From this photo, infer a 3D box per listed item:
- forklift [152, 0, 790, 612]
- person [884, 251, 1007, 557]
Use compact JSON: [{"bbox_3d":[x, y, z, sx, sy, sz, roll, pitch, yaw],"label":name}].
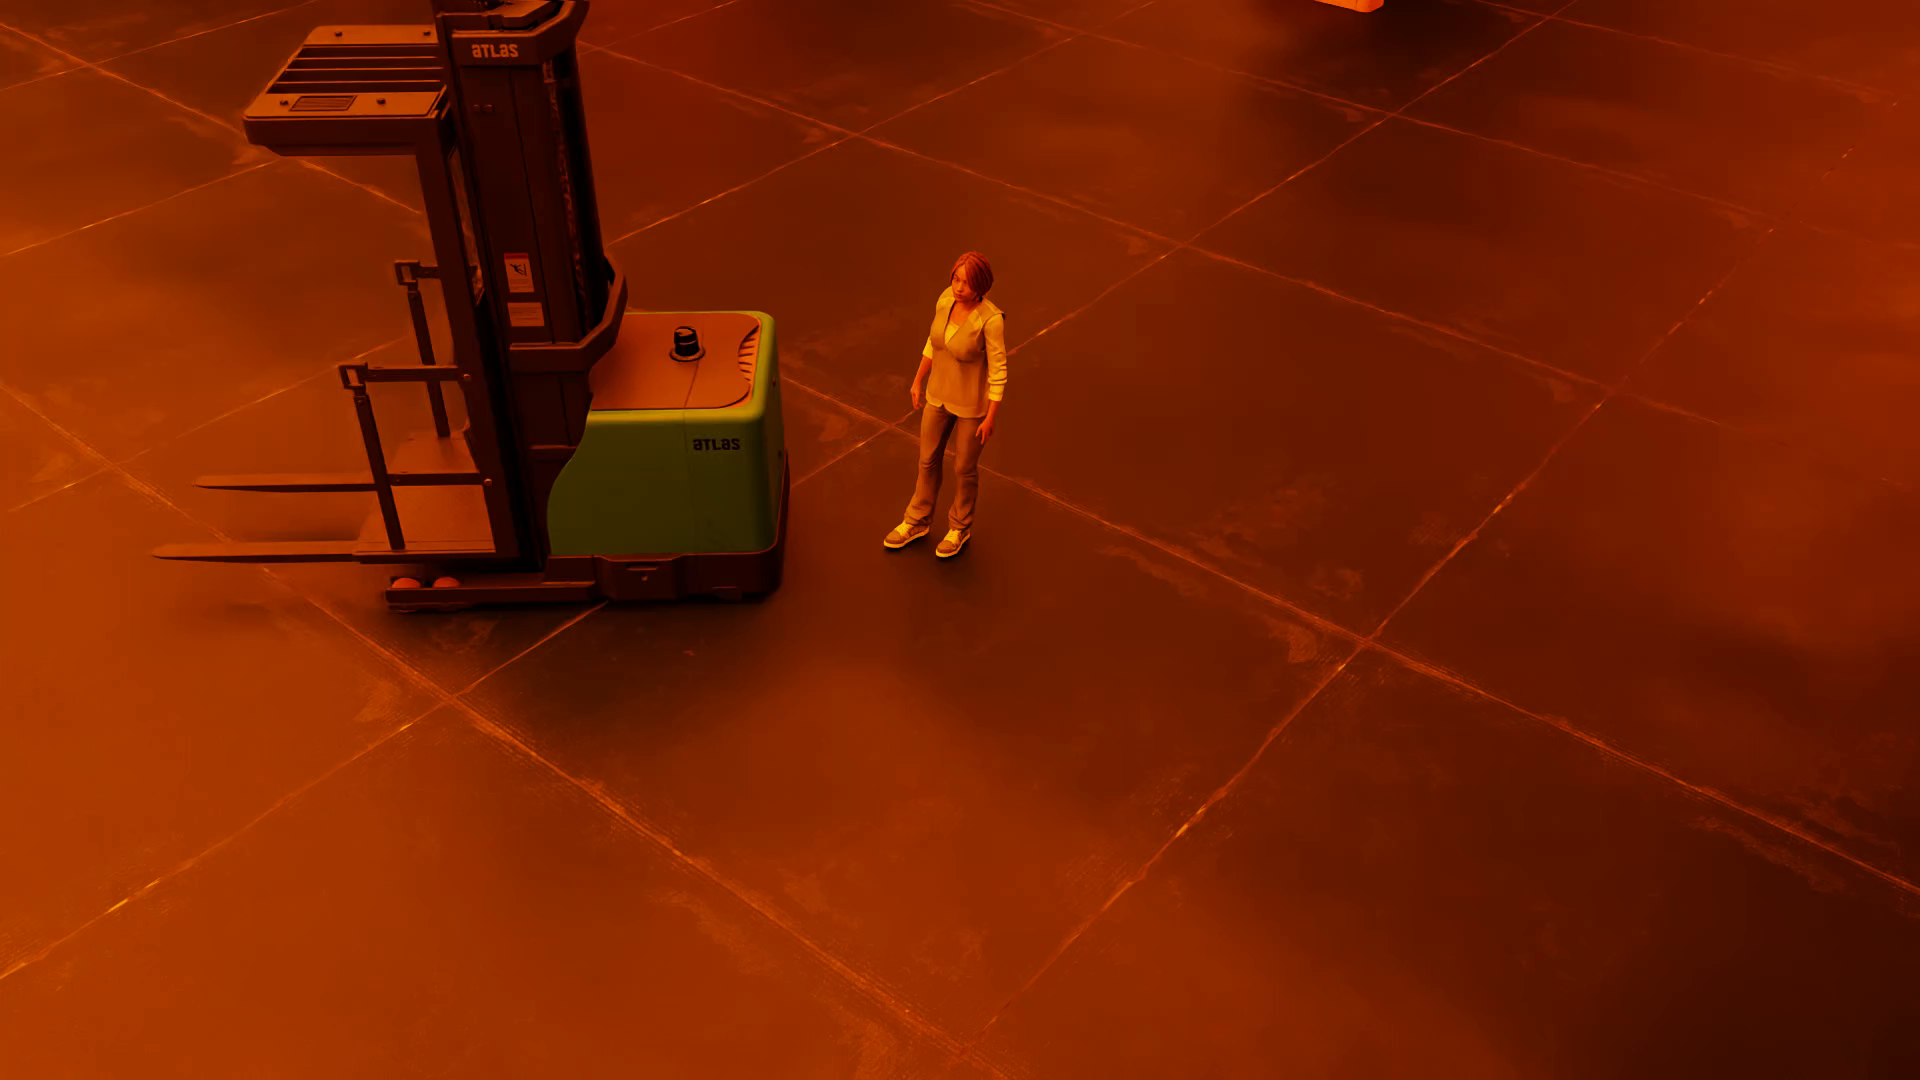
[{"bbox_3d":[-2.401,-1.154,7.603,3.031,2.935,1.130,-1,36,-1],"label":"forklift"},{"bbox_3d":[-0.058,-0.624,7.997,0.520,1.597,0.475,26,43,31],"label":"person"}]
